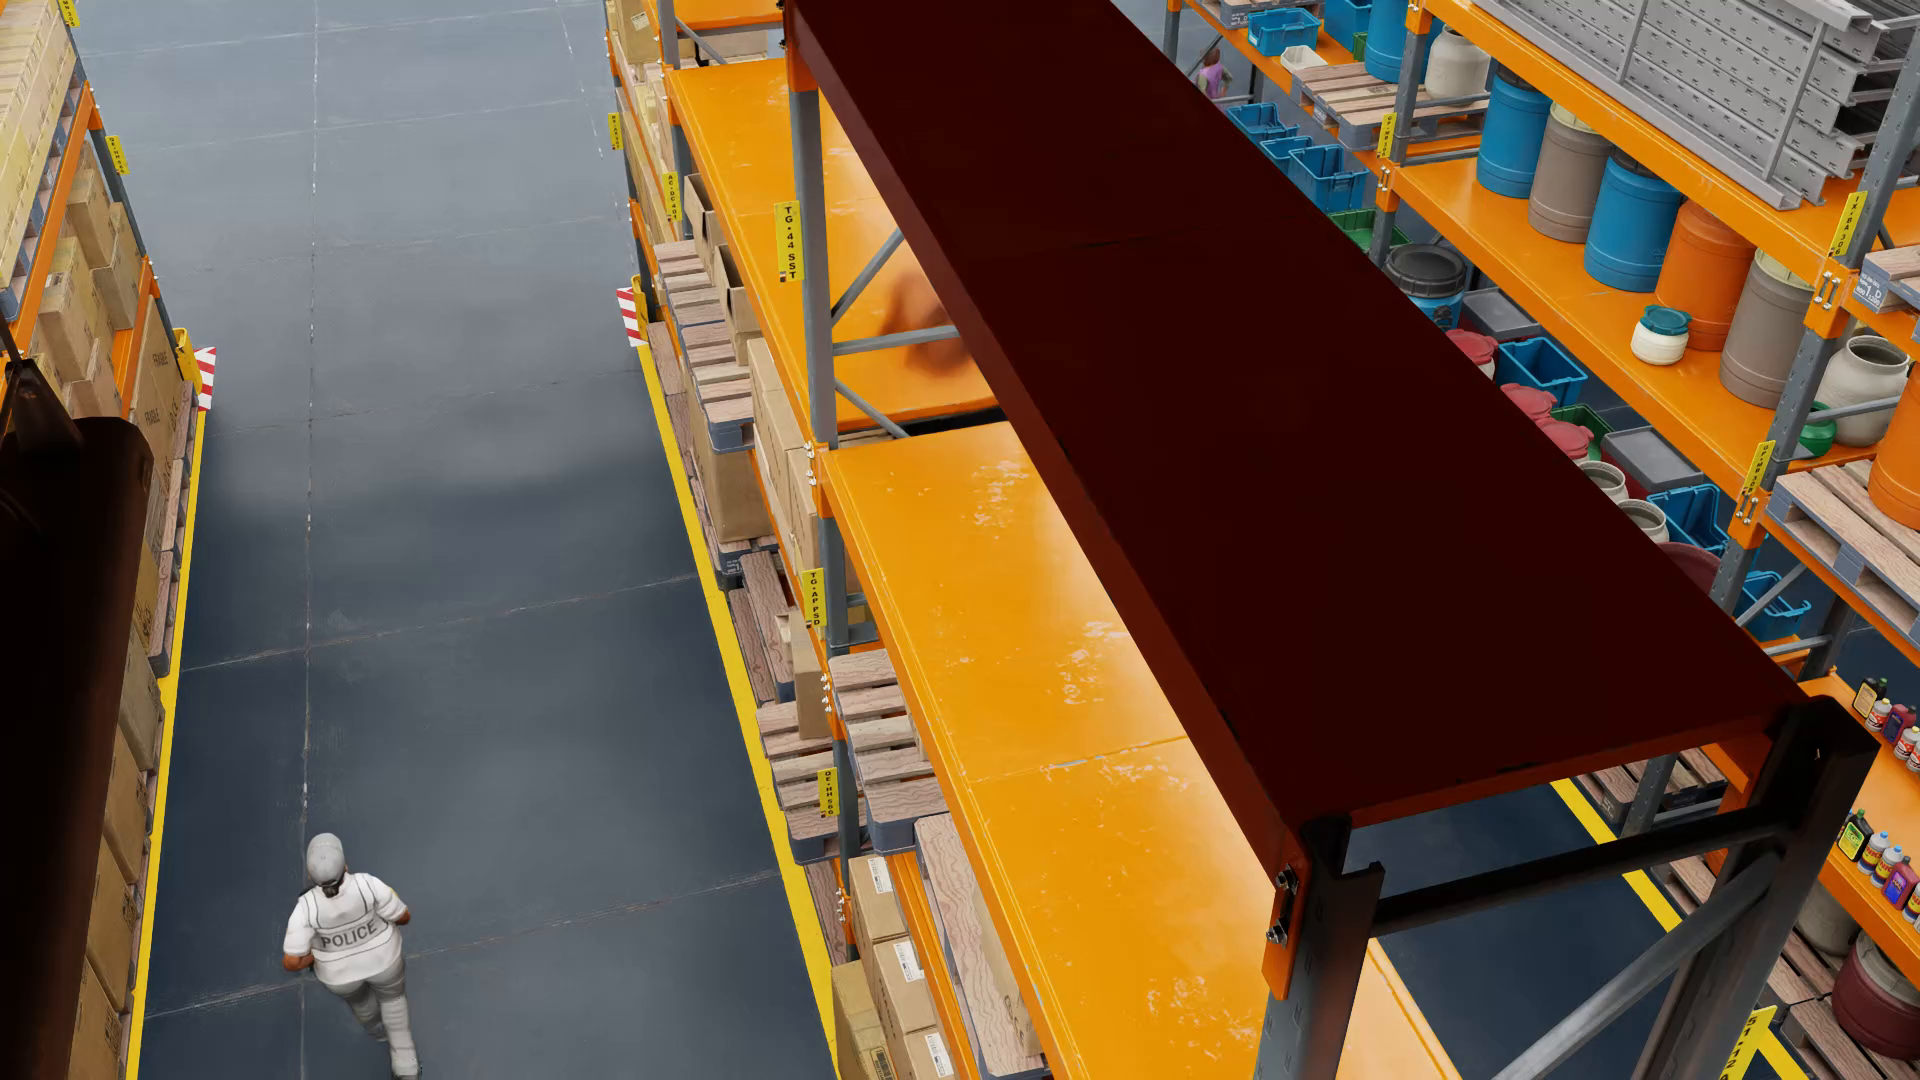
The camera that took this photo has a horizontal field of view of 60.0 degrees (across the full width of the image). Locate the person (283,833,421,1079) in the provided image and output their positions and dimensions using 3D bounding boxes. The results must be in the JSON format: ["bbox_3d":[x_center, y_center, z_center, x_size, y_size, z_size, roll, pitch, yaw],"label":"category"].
[{"bbox_3d":[-3.024,2.123,8.374,0.607,1.682,0.772,-15,41,-18],"label":"person"}]

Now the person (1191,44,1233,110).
[{"bbox_3d":[2.469,-4.414,17.154,0.530,1.528,0.552,16,41,19],"label":"person"}]
